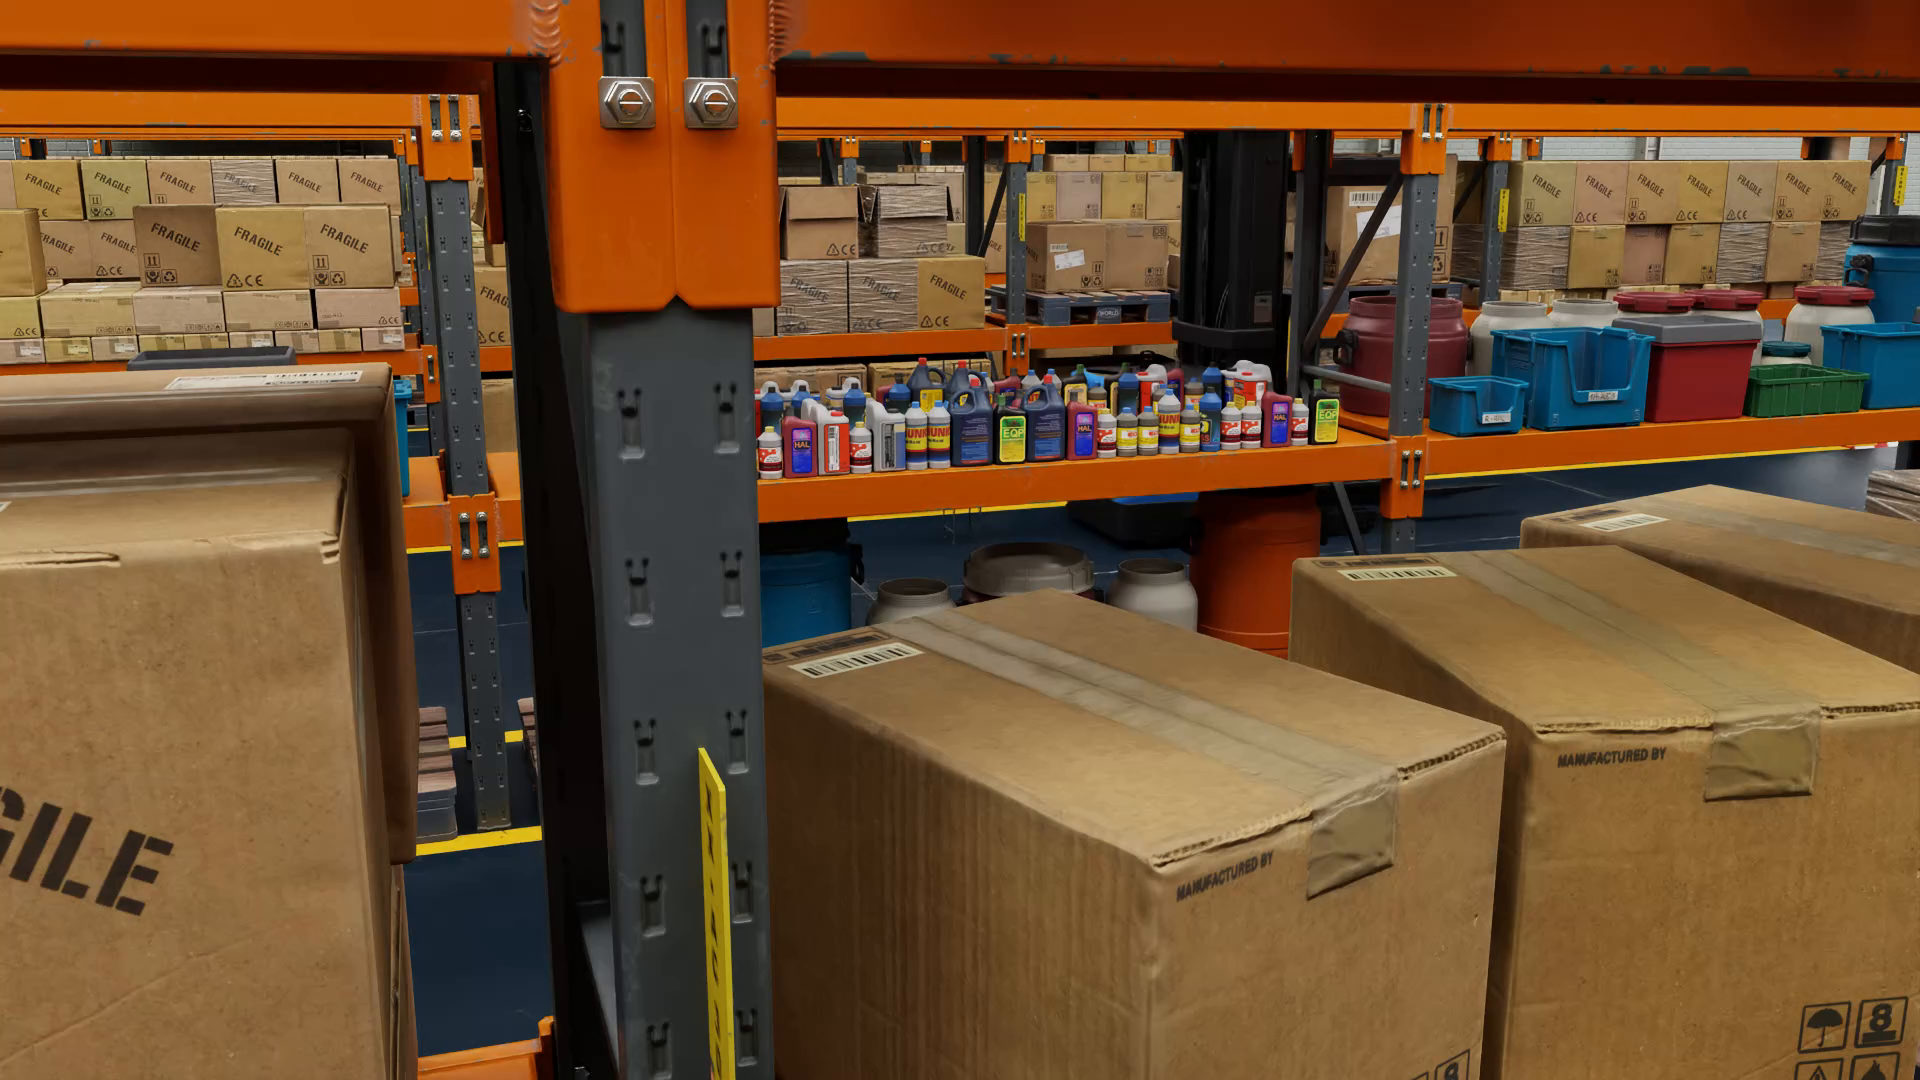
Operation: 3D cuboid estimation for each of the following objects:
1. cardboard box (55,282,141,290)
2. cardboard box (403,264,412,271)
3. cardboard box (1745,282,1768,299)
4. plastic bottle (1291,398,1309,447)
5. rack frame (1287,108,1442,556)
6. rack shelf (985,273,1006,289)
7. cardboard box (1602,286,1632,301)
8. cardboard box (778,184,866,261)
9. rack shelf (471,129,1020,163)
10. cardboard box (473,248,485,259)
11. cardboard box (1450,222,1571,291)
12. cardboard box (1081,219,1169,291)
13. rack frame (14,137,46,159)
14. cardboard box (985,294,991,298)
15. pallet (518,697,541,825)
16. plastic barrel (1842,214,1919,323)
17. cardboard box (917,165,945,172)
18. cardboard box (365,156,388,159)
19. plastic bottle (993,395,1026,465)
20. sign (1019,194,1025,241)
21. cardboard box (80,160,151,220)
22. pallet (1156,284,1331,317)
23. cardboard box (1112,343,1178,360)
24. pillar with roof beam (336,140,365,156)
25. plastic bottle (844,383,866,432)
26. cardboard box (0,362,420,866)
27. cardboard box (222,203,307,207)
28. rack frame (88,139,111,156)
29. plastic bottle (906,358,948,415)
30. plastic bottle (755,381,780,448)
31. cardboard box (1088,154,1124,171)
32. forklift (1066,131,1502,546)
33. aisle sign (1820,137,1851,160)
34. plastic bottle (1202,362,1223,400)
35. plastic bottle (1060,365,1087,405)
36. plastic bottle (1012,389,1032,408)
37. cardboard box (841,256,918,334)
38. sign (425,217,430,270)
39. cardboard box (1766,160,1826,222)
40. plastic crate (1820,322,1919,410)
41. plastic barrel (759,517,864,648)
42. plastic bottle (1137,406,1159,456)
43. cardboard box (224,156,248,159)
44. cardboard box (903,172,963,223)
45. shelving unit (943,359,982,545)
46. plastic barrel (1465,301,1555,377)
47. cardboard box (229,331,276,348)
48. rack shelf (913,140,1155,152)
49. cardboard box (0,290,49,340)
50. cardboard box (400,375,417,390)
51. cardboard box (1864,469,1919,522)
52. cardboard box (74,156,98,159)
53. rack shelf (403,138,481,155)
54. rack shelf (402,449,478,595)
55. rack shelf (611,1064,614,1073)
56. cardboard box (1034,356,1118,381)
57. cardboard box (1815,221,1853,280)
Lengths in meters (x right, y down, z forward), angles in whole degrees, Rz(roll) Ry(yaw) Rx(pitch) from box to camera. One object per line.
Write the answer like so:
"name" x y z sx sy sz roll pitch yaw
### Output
"cardboard box" -5.496 -1.516 10.716 0.500 0.250 0.500 -4 14 -18
"cardboard box" -5.394 -2.555 15.947 0.250 0.149 0.380 -4 14 -16
"cardboard box" 6.684 -2.156 14.268 0.250 0.149 0.380 -4 14 -18
"plastic bottle" 1.473 -0.516 7.258 0.097 0.201 0.097 0 13 0
"rack frame" 1.835 -0.740 7.773 0.127 3.000 1.000 -4 14 -18
"rack shelf" 0.665 -2.720 17.649 4.000 0.370 1.077 -4 14 -18
"cardboard box" 5.300 -2.020 13.694 0.250 0.149 0.380 -4 14 -18
"cardboard box" -1.061 -2.265 11.801 0.637 0.503 0.797 -4 14 -17
"rack shelf" -1.640 -2.788 11.456 4.000 0.370 1.077 -4 14 -18
"cardboard box" -4.502 -2.637 15.382 0.250 0.149 0.380 -5 14 -21
"cardboard box" 4.493 -2.335 13.618 0.500 0.500 0.875 -4 14 -18
"cardboard box" 1.252 -2.191 12.750 0.500 0.500 0.700 -2 14 -10
"rack frame" -10.487 -3.410 18.996 0.127 3.000 1.000 -4 14 -18
"cardboard box" 0.390 -3.182 22.809 0.625 0.372 0.950 -4 14 -17
"pallet" -1.211 0.864 7.056 1.213 0.211 1.003 -4 14 -18
"plastic barrel" 5.164 -1.317 9.116 0.708 0.901 0.600 -4 14 -18
"cardboard box" -0.381 -4.846 21.865 0.250 0.149 0.380 -5 14 -20
"cardboard box" -6.887 -4.463 19.645 0.250 0.149 0.380 -5 14 -19
"plastic bottle" 0.203 -0.452 6.815 0.133 0.283 0.061 -4 14 -18
"sign" 0.436 -2.268 11.695 0.005 0.325 0.100 -4 14 -18
"cardboard box" -7.326 -3.058 14.499 0.500 0.500 0.500 -5 14 -19
"pallet" 2.119 -1.888 13.014 1.213 0.211 1.003 -4 14 -18
"cardboard box" 2.001 -2.261 18.122 0.750 0.750 1.050 -5 14 -18
"pillar with roof beam" -7.857 -6.914 20.764 0.400 9.000 9.100 -4 14 -18
"plastic bottle" -0.456 -0.548 7.242 0.097 0.271 0.097 0 13 0
"cardboard box" -0.916 0.079 1.950 0.500 0.500 0.500 -4 14 -17
"cardboard box" -4.540 -1.954 10.937 0.500 0.500 0.500 -4 14 -18
"rack frame" -12.074 -4.498 23.571 0.127 3.000 1.000 -4 14 -18
"plastic bottle" -0.145 -0.642 7.467 0.185 0.351 0.144 -4 14 -18
"plastic bottle" -0.861 -0.549 7.237 0.135 0.276 0.152 -4 14 -18
"cardboard box" 1.863 -4.993 22.632 0.500 0.500 0.700 -4 14 -18
"forklift" 2.318 -1.569 11.404 3.031 2.935 1.130 -4 14 -17
"aisle sign" 7.801 -3.752 14.817 0.004 0.787 0.394 -4 14 -18
"plastic bottle" 1.203 -0.714 7.941 0.097 0.271 0.097 0 13 0
"plastic bottle" 0.523 -0.672 7.736 0.133 0.283 0.061 -4 14 -18
"plastic bottle" 0.284 -0.494 6.989 0.133 0.283 0.061 -4 14 -18
"cardboard box" -0.607 -1.749 11.798 0.500 0.500 0.500 -5 14 -19
"sign" -3.357 -1.870 10.479 0.005 0.325 0.100 -4 14 -18
"cardboard box" 6.923 -2.964 14.102 0.500 0.500 0.500 -4 14 -18
"plastic crate" 4.680 -0.878 8.387 0.575 0.384 0.392 -4 14 -18
"plastic barrel" -0.764 0.283 7.099 0.708 0.901 0.600 -4 14 -18
"plastic bottle" 0.793 -0.463 7.036 0.097 0.201 0.097 0 13 0
"cardboard box" -8.346 -4.361 19.217 0.250 0.149 0.380 -4 14 -18
"cardboard box" -0.323 -3.526 17.106 0.500 0.500 0.700 -5 14 -19
"shelving unit" 0.014 -0.585 11.008 0.189 1.200 0.258 -4 14 -18
"plastic barrel" 2.742 -0.918 8.277 0.421 0.512 0.421 0 13 0
"cardboard box" -4.451 -1.258 10.492 0.250 0.149 0.380 -4 14 -17
"rack shelf" 1.195 -6.641 27.651 4.000 0.370 1.077 -4 14 -18
"cardboard box" -5.818 -1.360 10.061 0.500 0.250 0.500 -5 14 -20
"cardboard box" -5.219 -1.496 15.560 0.250 0.149 0.380 -4 14 -17
"cardboard box" 1.923 0.190 2.738 0.500 0.500 0.700 -2 13 -7
"cardboard box" -9.837 -4.261 18.795 0.250 0.149 0.380 -4 14 -17
"rack shelf" -4.801 -4.962 20.593 4.000 0.370 1.077 -4 14 -18
"rack shelf" -3.851 0.052 5.995 4.000 0.370 1.077 -4 14 -18
"rack shelf" 1.516 0.844 2.668 4.000 0.370 1.077 -4 14 -18
"cardboard box" 0.881 -1.245 12.727 0.500 0.250 0.500 -4 14 -16
"cardboard box" 7.308 -2.576 14.631 0.500 0.500 0.875 -4 14 -18
